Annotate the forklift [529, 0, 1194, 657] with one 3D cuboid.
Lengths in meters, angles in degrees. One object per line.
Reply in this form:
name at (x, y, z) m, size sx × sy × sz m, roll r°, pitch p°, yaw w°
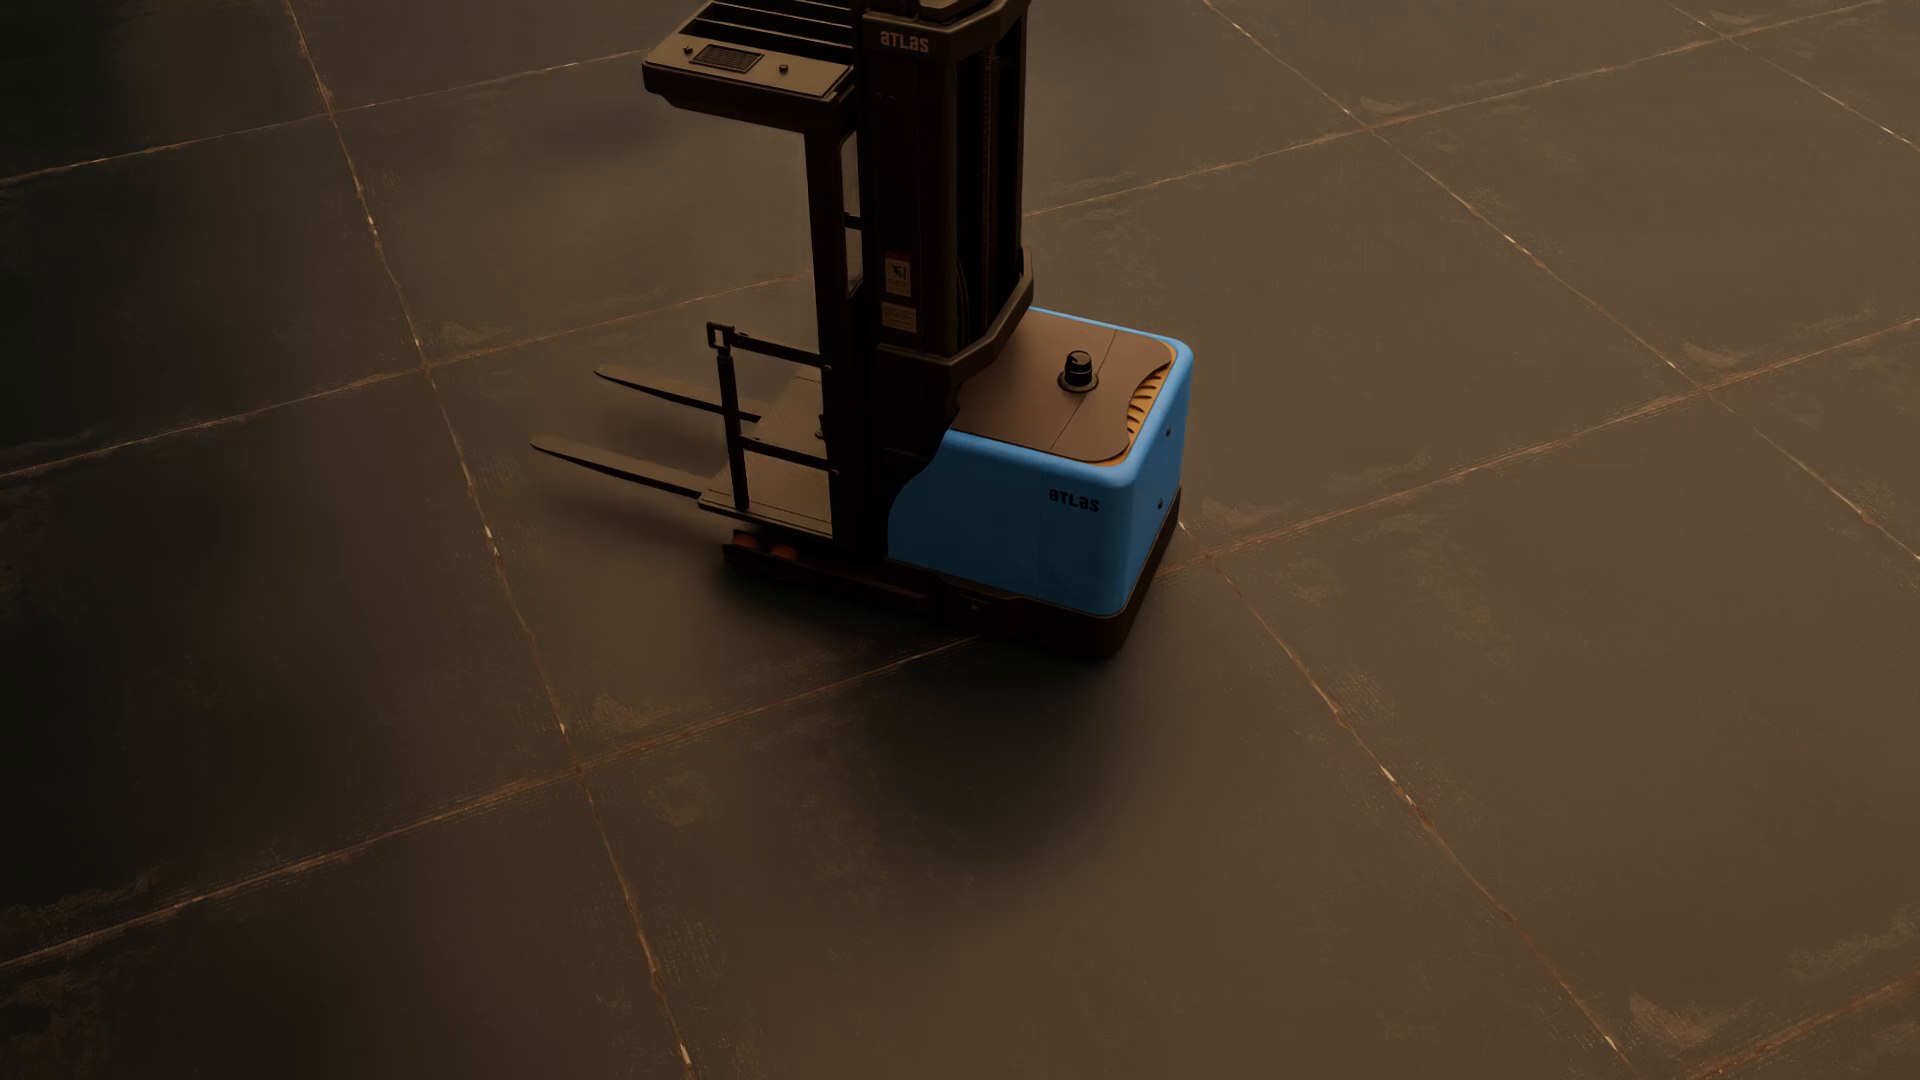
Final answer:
forklift at (-0.547, -1.206, 6.972) m, size 3.031 × 2.935 × 1.130 m, roll 15°, pitch 45°, yaw 16°
